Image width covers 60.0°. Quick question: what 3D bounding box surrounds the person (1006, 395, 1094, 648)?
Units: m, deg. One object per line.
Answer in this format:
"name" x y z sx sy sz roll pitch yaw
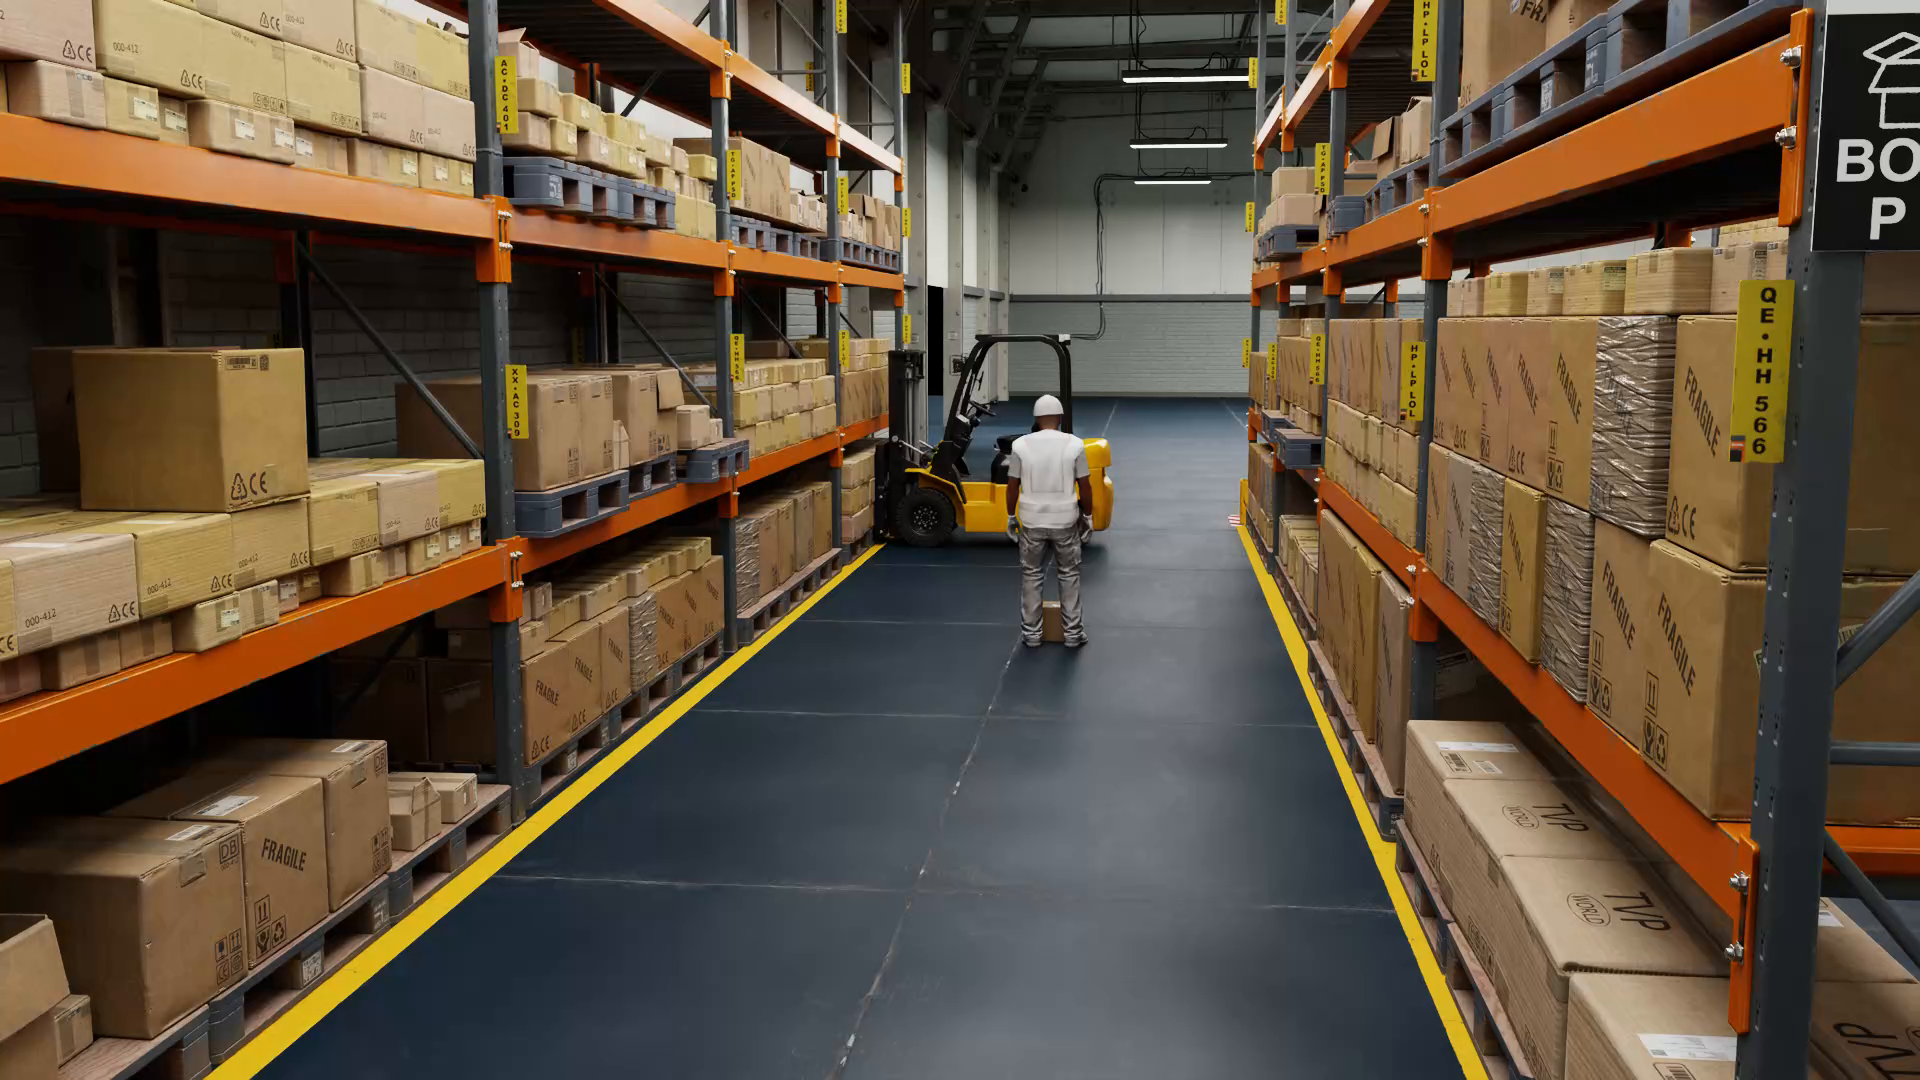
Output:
"person" 0.636 -0.134 11.761 0.617 1.775 0.446 1 8 7
